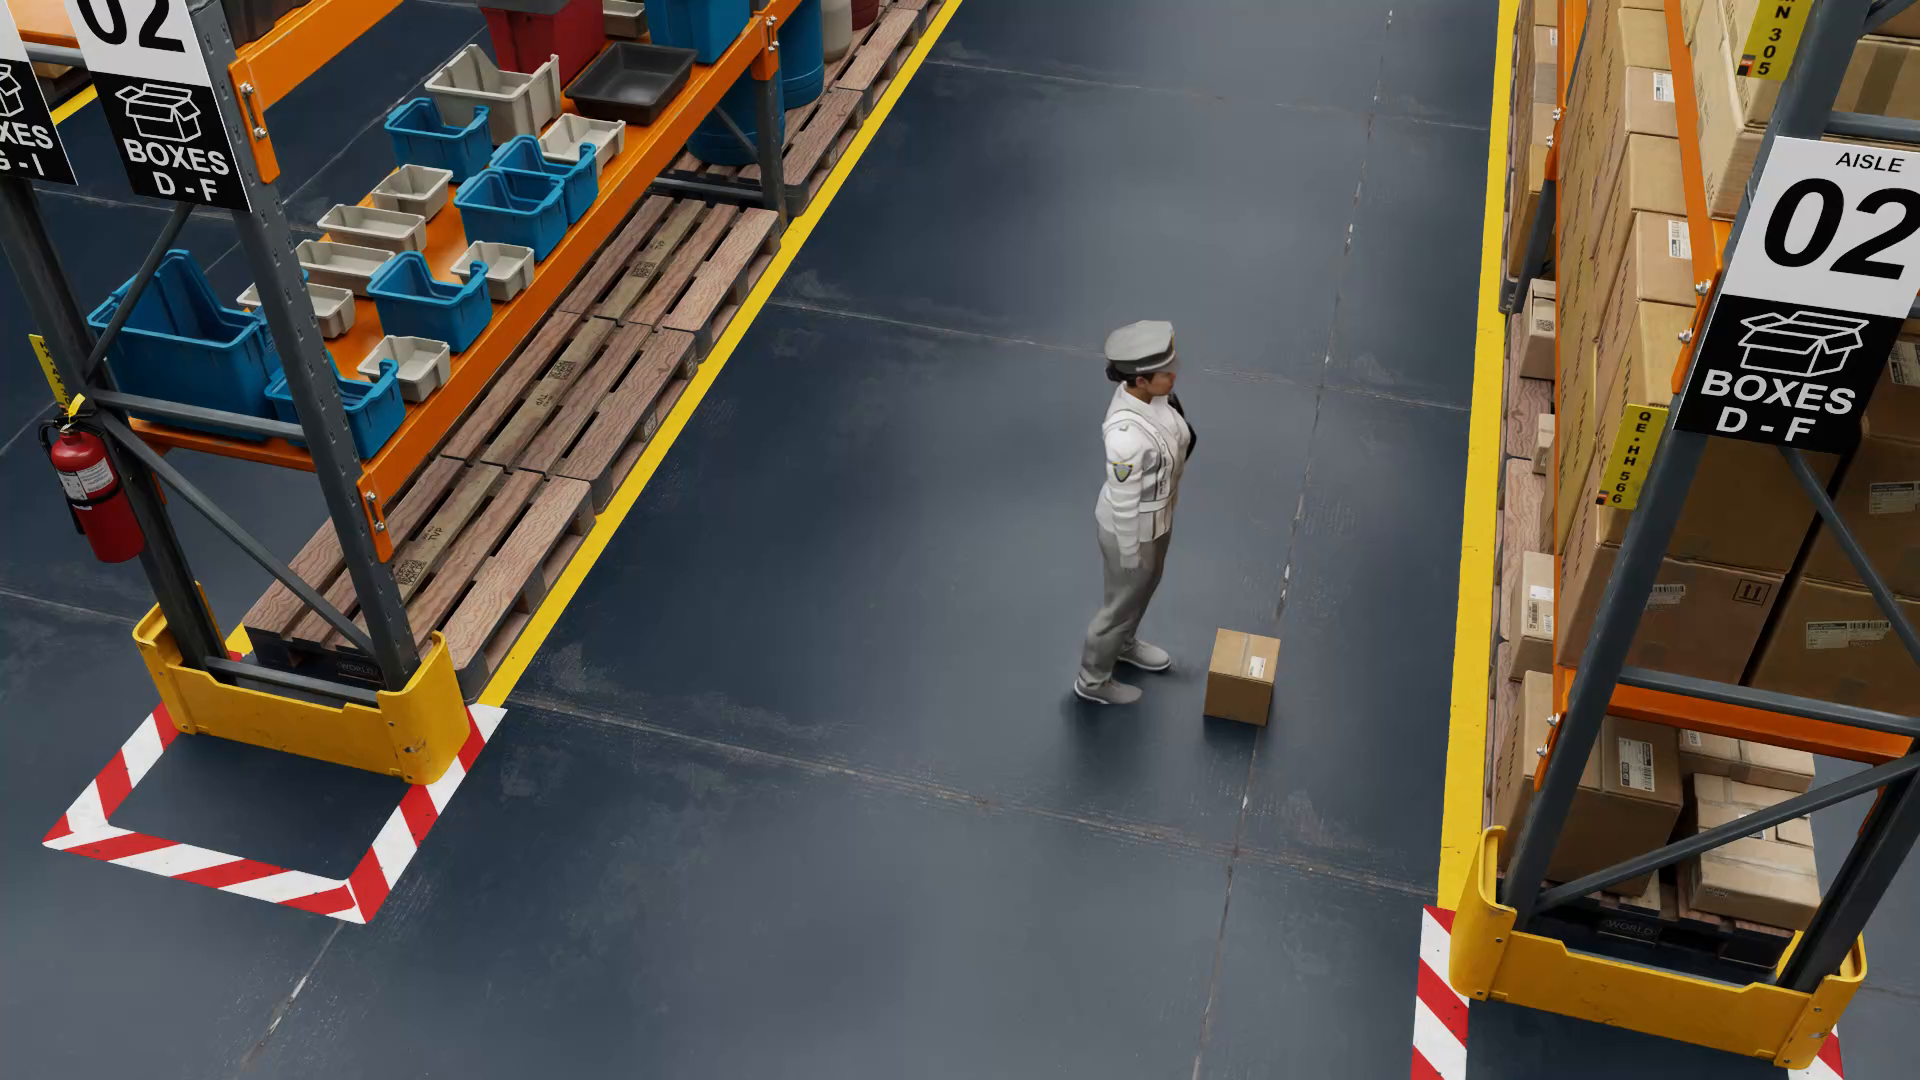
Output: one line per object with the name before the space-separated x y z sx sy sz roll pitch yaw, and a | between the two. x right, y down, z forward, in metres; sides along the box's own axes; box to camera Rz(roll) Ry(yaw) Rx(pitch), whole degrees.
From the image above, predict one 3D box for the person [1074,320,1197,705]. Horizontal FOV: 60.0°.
person | 0.671 -0.077 6.253 0.347 1.708 0.469 11 43 13
